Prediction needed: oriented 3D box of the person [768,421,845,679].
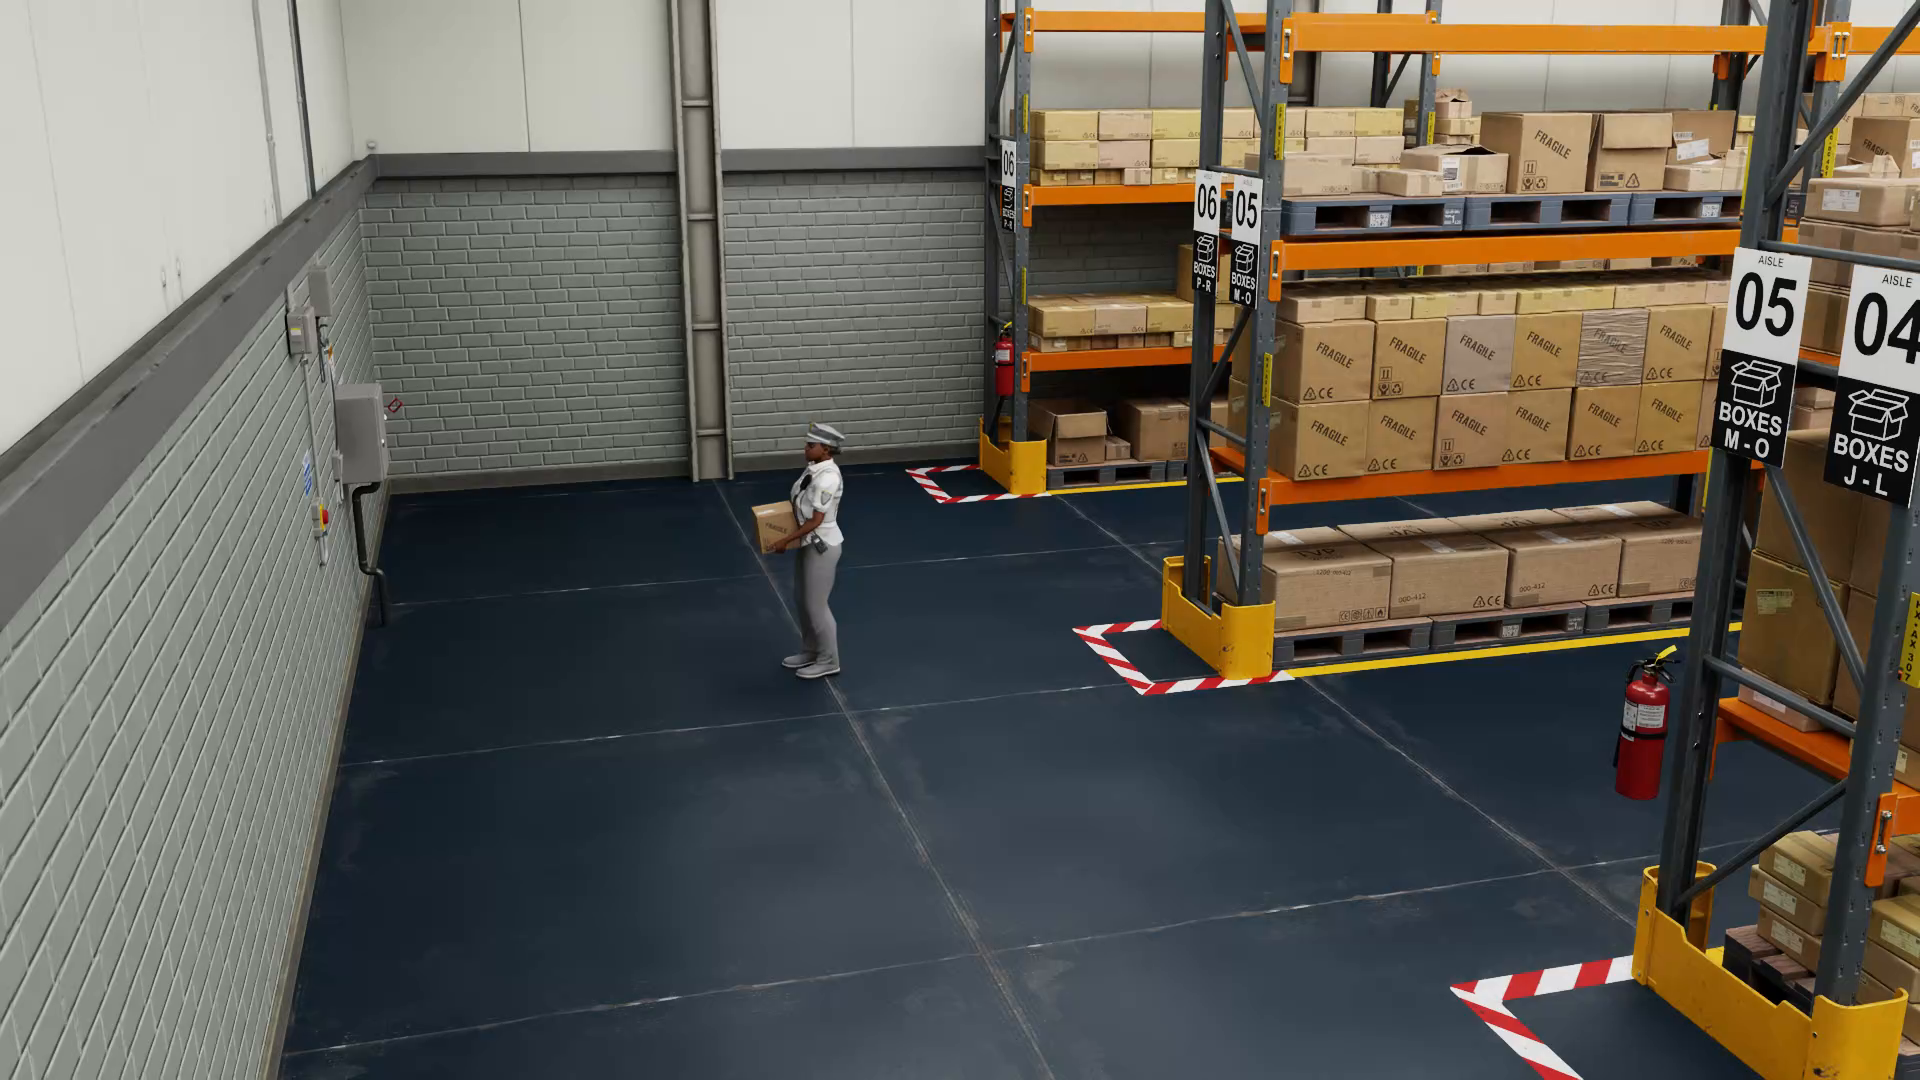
[{"bbox_3d":[-1.003,0.052,10.809,0.530,1.687,0.451,-4,17,-14],"label":"person"}]
